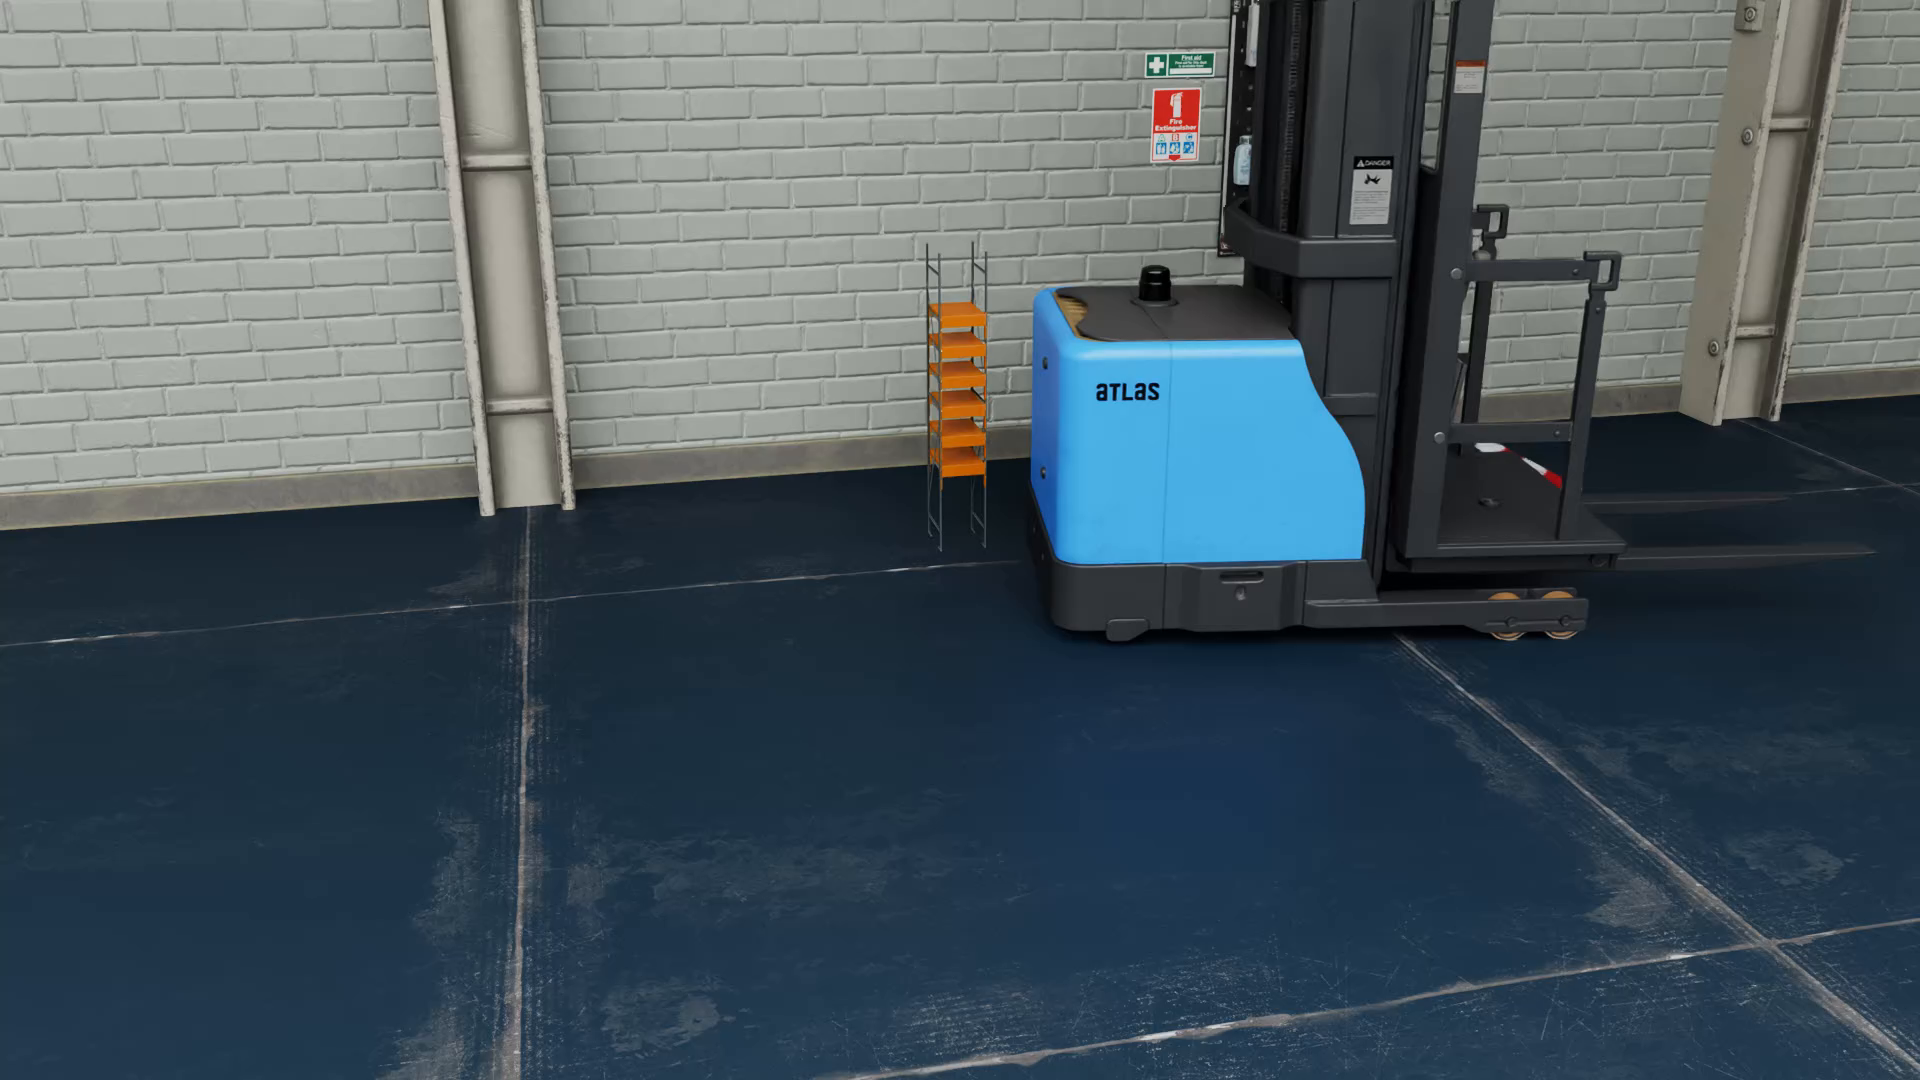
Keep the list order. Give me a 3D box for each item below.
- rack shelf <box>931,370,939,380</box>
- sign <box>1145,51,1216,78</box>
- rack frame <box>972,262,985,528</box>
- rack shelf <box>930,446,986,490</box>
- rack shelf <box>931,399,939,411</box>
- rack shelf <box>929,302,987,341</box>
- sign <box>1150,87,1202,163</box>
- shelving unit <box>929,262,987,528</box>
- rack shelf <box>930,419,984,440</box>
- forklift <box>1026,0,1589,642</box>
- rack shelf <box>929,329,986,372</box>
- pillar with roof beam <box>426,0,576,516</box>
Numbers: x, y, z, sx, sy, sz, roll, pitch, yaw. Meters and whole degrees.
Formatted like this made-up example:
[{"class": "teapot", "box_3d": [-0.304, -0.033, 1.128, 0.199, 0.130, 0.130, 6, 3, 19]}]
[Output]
[{"class": "rack shelf", "box_3d": [-0.014, -0.652, 6.572, 0.166, 0.020, 0.199, -5, 21, -12]}, {"class": "sign", "box_3d": [0.984, -2.124, 7.429, 0.331, 0.109, 0.001, -5, 21, -12]}, {"class": "rack frame", "box_3d": [0.075, -0.569, 6.624, 0.002, 1.046, 0.228, -5, 21, -12]}, {"class": "rack shelf", "box_3d": [-0.014, -0.295, 6.703, 0.180, 0.103, 0.258, -5, 21, -12]}, {"class": "rack shelf", "box_3d": [-0.014, -0.539, 6.614, 0.166, 0.020, 0.199, -5, 21, -12]}, {"class": "rack shelf", "box_3d": [-0.014, -0.859, 6.497, 0.180, 0.103, 0.258, -5, 21, -12]}, {"class": "sign", "box_3d": [10.192, -0.621, 4.008, 16.451, 0.391, 11.513, -5, 21, -12]}, {"class": "shelving unit", "box_3d": [-0.013, -0.562, 6.605, 0.183, 1.046, 0.258, -5, 21, -12]}, {"class": "rack shelf", "box_3d": [-0.014, -0.433, 6.652, 0.171, 0.034, 0.221, -5, 21, -12]}, {"class": "forklift", "box_3d": [1.803, -1.203, 5.839, 3.031, 2.935, 1.130, -1, 20, -3]}, {"class": "rack shelf", "box_3d": [-0.014, -0.746, 6.538, 0.180, 0.103, 0.258, -5, 21, -12]}, {"class": "pillar with roof beam", "box_3d": [-0.896, -2.954, 1.795, 0.400, 9.000, 9.100, -5, 21, -12]}]
